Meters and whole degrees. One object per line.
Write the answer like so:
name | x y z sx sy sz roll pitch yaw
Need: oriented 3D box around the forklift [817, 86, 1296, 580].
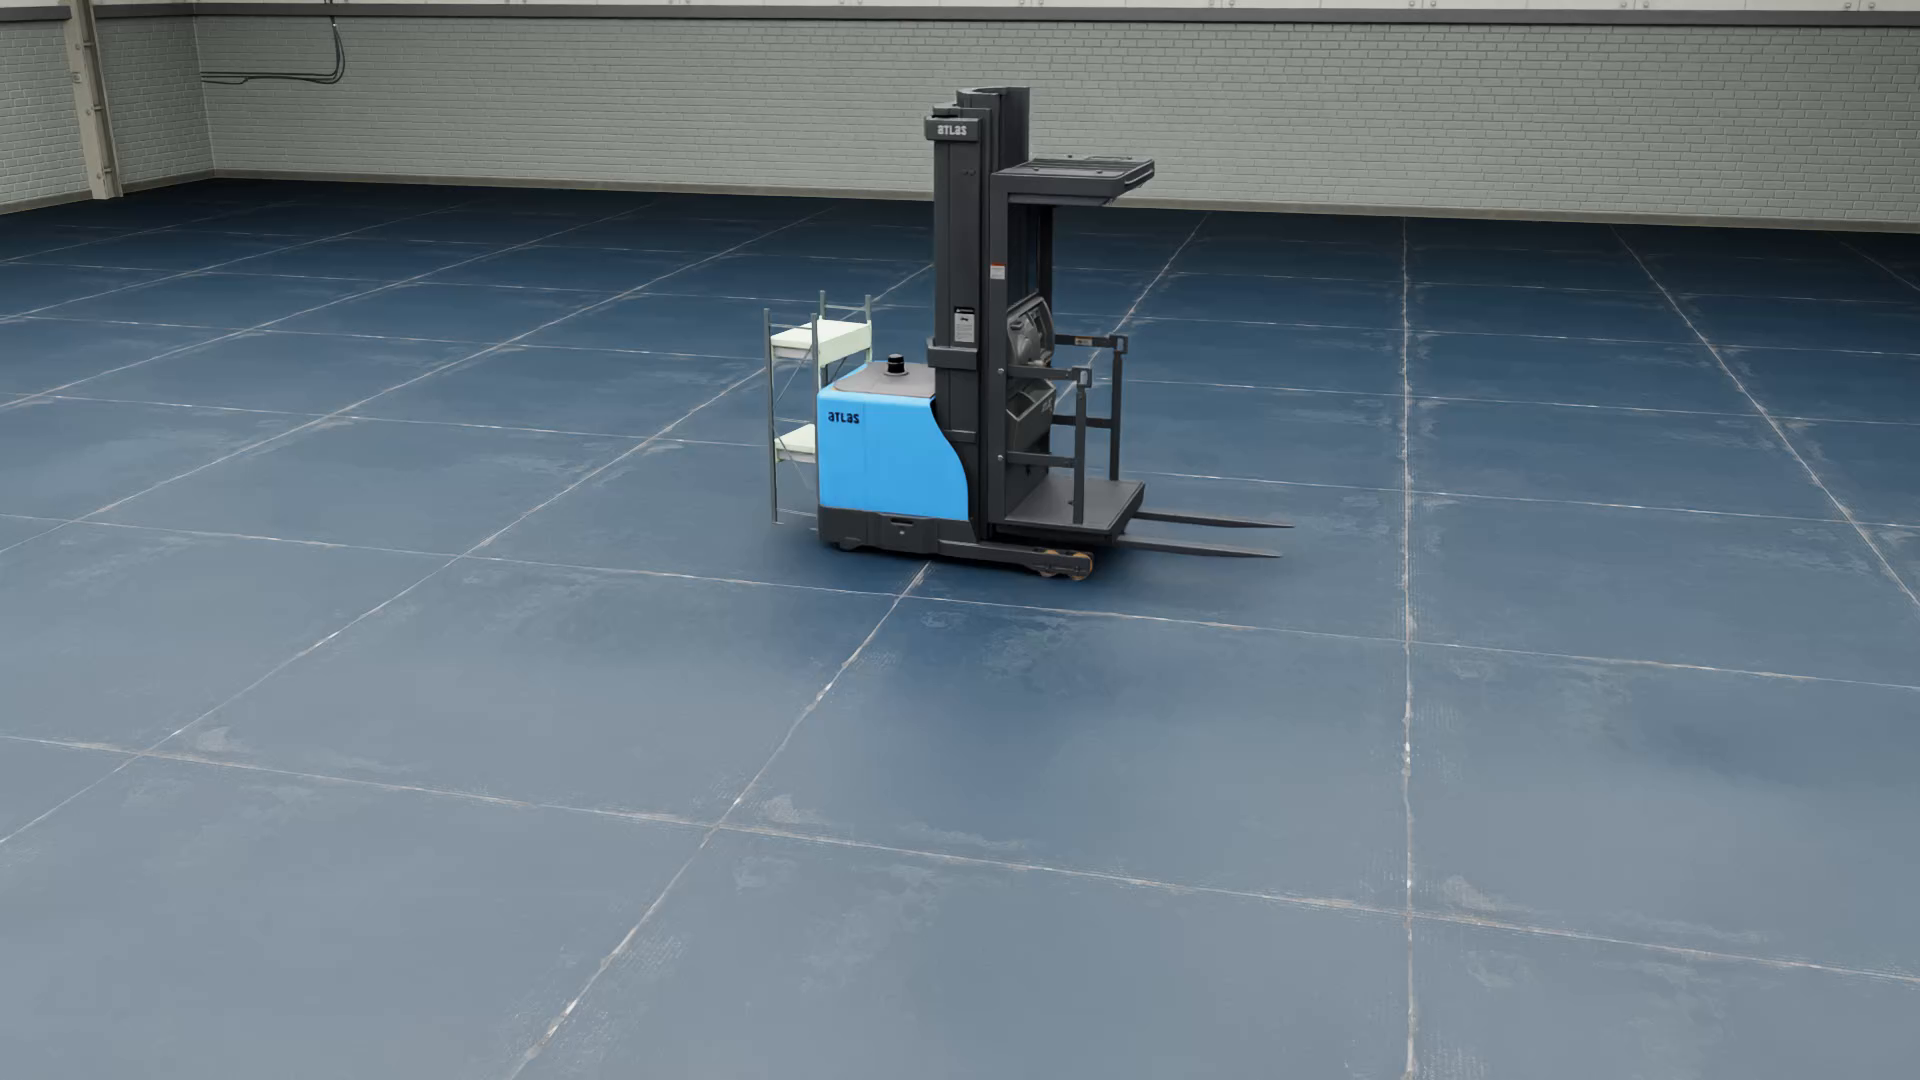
forklift | 0.637 -1.328 10.540 3.031 2.935 1.130 6 20 17

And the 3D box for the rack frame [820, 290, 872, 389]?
rack frame | -0.799 -1.011 11.829 0.400 1.500 0.023 9 21 24

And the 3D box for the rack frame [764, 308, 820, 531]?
rack frame | -1.120 -0.799 11.206 0.400 1.500 0.023 9 21 24

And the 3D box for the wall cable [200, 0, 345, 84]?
wall cable | -12.449 -9.414 29.630 3.097 2.526 0.112 5 19 13

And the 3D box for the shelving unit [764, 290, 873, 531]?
shelving unit | -0.959 -0.905 11.517 0.431 1.500 0.755 9 21 24

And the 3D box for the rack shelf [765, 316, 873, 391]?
rack shelf | -0.959 -1.274 11.391 0.431 0.370 0.720 9 21 24

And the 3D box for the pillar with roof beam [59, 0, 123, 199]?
pillar with roof beam | -10.276 -9.724 25.735 9.100 9.000 0.400 5 19 13

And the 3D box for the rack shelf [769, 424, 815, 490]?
rack shelf | -0.959 -0.597 11.623 0.431 0.370 0.720 9 21 24
